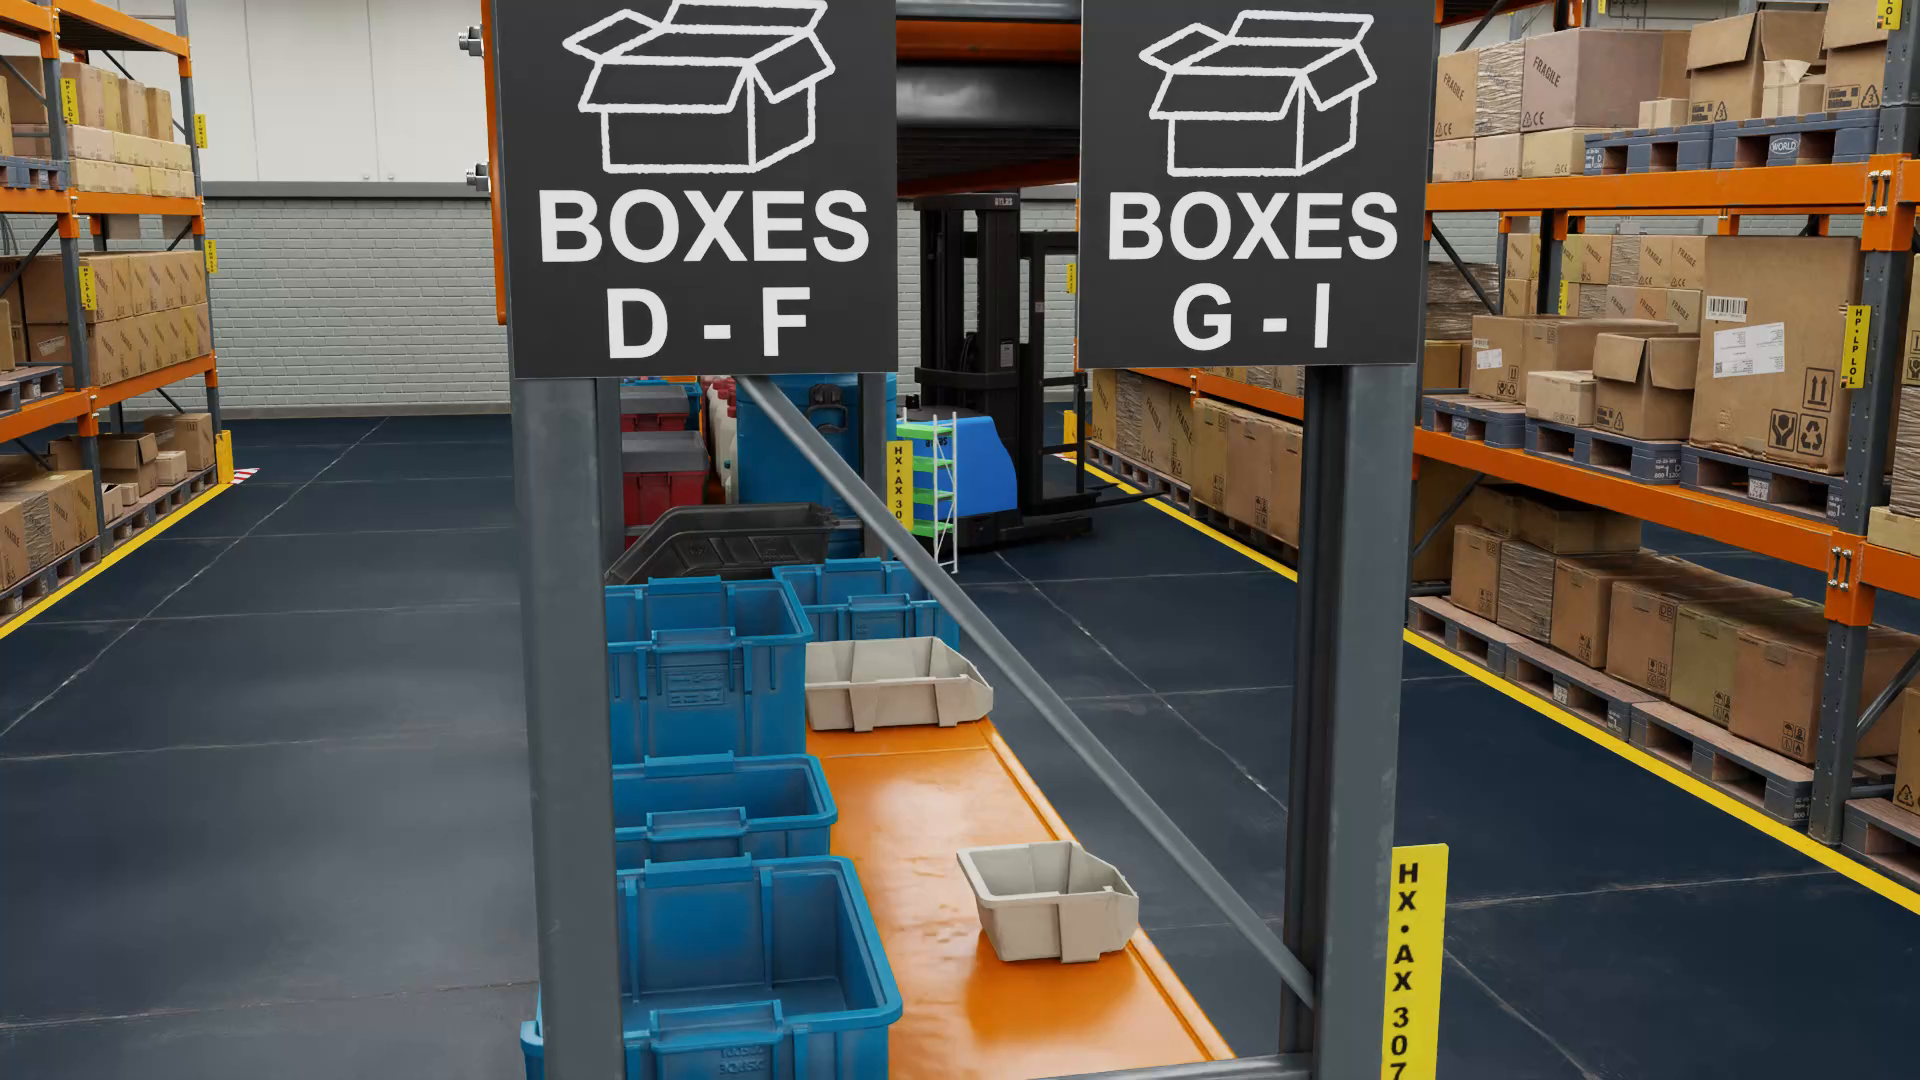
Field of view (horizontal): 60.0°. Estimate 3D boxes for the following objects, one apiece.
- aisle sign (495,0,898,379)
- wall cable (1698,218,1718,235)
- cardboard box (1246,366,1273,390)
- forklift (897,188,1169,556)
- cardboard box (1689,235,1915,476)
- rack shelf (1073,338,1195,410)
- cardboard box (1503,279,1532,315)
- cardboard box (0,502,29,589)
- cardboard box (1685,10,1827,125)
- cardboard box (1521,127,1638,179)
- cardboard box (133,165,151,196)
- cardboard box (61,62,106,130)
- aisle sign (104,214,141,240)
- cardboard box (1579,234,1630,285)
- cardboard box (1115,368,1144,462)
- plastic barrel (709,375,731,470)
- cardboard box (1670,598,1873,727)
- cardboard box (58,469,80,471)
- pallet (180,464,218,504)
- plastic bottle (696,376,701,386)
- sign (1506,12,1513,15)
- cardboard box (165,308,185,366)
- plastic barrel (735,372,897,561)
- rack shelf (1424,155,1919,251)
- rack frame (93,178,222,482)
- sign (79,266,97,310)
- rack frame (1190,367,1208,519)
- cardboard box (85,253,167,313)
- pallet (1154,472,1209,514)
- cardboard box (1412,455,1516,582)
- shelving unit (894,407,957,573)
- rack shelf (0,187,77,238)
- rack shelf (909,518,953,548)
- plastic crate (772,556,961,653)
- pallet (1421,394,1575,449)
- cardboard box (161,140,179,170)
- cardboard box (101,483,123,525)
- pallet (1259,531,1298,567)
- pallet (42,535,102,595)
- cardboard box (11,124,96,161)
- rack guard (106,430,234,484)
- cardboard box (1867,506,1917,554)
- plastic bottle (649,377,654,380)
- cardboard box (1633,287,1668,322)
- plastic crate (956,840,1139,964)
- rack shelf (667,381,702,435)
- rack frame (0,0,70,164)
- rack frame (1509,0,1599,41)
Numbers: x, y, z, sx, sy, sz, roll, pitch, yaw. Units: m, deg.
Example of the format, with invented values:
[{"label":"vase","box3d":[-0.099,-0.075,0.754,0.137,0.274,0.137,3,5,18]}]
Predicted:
[{"label":"aisle sign","box3d":[-0.259,-0.557,1.650,0.394,0.787,0.004,-2,11,-11]},{"label":"wall cable","box3d":[11.755,-4.365,25.893,0.588,1.984,0.122,-2,11,-11]},{"label":"cardboard box","box3d":[2.583,-1.457,13.062,0.500,0.500,0.500,-2,11,-12]},{"label":"forklift","box3d":[0.479,-1.515,13.816,3.031,2.935,1.130,-9,14,-39]},{"label":"cardboard box","box3d":[4.082,-0.870,7.517,1.000,1.000,1.000,-2,11,-11]},{"label":"rack shelf","box3d":[2.154,-1.699,16.523,1.077,0.370,4.000,-2,11,-11]},{"label":"cardboard box","box3d":[6.466,-2.684,18.711,0.500,0.500,0.500,-2,11,-8]},{"label":"cardboard box","box3d":[-6.511,0.042,10.960,0.500,0.500,0.500,-3,11,-13]},{"label":"cardboard box","box3d":[3.921,-2.211,7.870,0.797,0.503,0.637,-2,11,-9]},{"label":"cardboard box","box3d":[3.372,-2.068,8.918,0.500,0.250,0.500,-2,11,-10]},{"label":"cardboard box","box3d":[-7.316,-3.099,14.335,0.500,0.250,0.500,-2,11,-11]},{"label":"cardboard box","box3d":[-7.265,-3.524,13.226,0.700,0.500,0.500,-2,11,-11]},{"label":"aisle sign","box3d":[-8.254,-3.338,16.260,0.394,0.787,0.004,-2,11,-11]},{"label":"cardboard box","box3d":[6.763,-2.893,17.139,0.500,0.500,0.500,-2,11,-13]},{"label":"cardboard box","box3d":[2.145,-1.300,17.064,0.875,0.875,0.875,-2,11,-11]},{"label":"plastic barrel","box3d":[-1.046,-0.568,8.361,0.421,0.512,0.421,0,11,0]},{"label":"cardboard box","box3d":[3.927,0.592,8.071,0.700,0.500,0.500,-2,11,-11]},{"label":"cardboard box","box3d":[-7.710,-0.453,14.067,0.500,0.311,0.500,-2,11,-11]},{"label":"pallet","box3d":[-7.782,-0.529,15.913,1.003,0.211,1.213,-2,11,-11]},{"label":"plastic bottle","box3d":[-1.921,-1.285,12.558,0.144,0.351,0.185,-2,11,-11]},{"label":"sign","box3d":[6.118,-6.006,18.474,0.100,0.325,0.005,-2,11,-11]},{"label":"cardboard box","box3d":[-7.403,-1.850,15.124,0.500,0.500,0.500,-2,11,-11]},{"label":"plastic barrel","box3d":[-0.537,-0.366,6.257,0.600,0.901,0.708,-2,11,-11]},{"label":"rack shelf","box3d":[3.710,-1.705,8.534,1.077,0.370,4.000,-2,11,-11]},{"label":"rack frame","box3d":[-7.953,-2.059,16.494,1.000,3.000,0.127,-2,11,-11]},{"label":"sign","box3d":[-6.631,-1.915,12.641,0.100,0.325,0.005,-2,11,-11]},{"label":"rack frame","box3d":[2.543,-1.685,14.529,1.000,3.000,0.127,-2,11,-11]},{"label":"cardboard box","box3d":[-7.292,-2.246,14.534,0.500,0.500,0.500,-2,11,-9]},{"label":"pallet","box3d":[2.472,-0.458,15.537,1.003,0.211,1.213,-2,11,-11]},{"label":"cardboard box","box3d":[3.207,-0.242,11.503,1.225,0.875,0.875,-3,11,-14]},{"label":"shelving unit","box3d":[-0.296,-0.362,12.383,0.503,1.200,0.258,9,14,39]},{"label":"rack shelf","box3d":[-6.786,-2.079,10.499,1.077,0.370,4.000,-2,11,-11]},{"label":"rack shelf","box3d":[-0.294,-0.064,12.442,0.480,0.148,0.258,9,14,39]},{"label":"plastic crate","box3d":[-0.278,0.228,4.873,0.499,0.251,0.616,-2,11,-11]},{"label":"pallet","box3d":[3.564,-0.731,10.026,1.213,0.211,1.003,-2,11,-11]},{"label":"cardboard box","box3d":[-7.505,-3.528,15.253,0.500,0.250,0.500,-2,11,-11]},{"label":"cardboard box","box3d":[-7.044,-0.306,13.296,0.500,0.311,0.500,-2,11,-11]},{"label":"pallet","box3d":[3.008,0.048,12.882,1.003,0.211,1.213,-2,11,-11]},{"label":"pallet","box3d":[-6.979,0.192,12.124,1.003,0.211,1.213,-2,11,-11]},{"label":"cardboard box","box3d":[-7.026,-3.069,12.842,0.500,0.250,0.500,-2,11,-11]},{"label":"rack guard","box3d":[-7.938,-0.817,16.654,1.175,0.500,0.348,-2,11,-11]},{"label":"cardboard box","box3d":[3.846,-0.044,6.579,0.380,0.149,0.250,-2,11,-11]},{"label":"plastic bottle","box3d":[-2.199,-1.078,11.683,0.097,0.271,0.097,0,11,0]},{"label":"cardboard box","box3d":[6.957,-2.216,16.254,0.500,0.500,0.500,-2,11,-13]},{"label":"plastic crate","box3d":[0.160,0.649,2.967,0.298,0.136,0.250,-2,11,-11]},{"label":"rack shelf","box3d":[-1.926,-0.785,11.722,1.077,0.370,4.000,-2,11,-11]},{"label":"rack frame","box3d":[-7.175,-4.273,12.079,1.000,3.000,0.127,-2,11,-11]},{"label":"rack frame","box3d":[6.650,-5.528,18.672,1.000,3.000,0.127,-2,11,-11]}]
